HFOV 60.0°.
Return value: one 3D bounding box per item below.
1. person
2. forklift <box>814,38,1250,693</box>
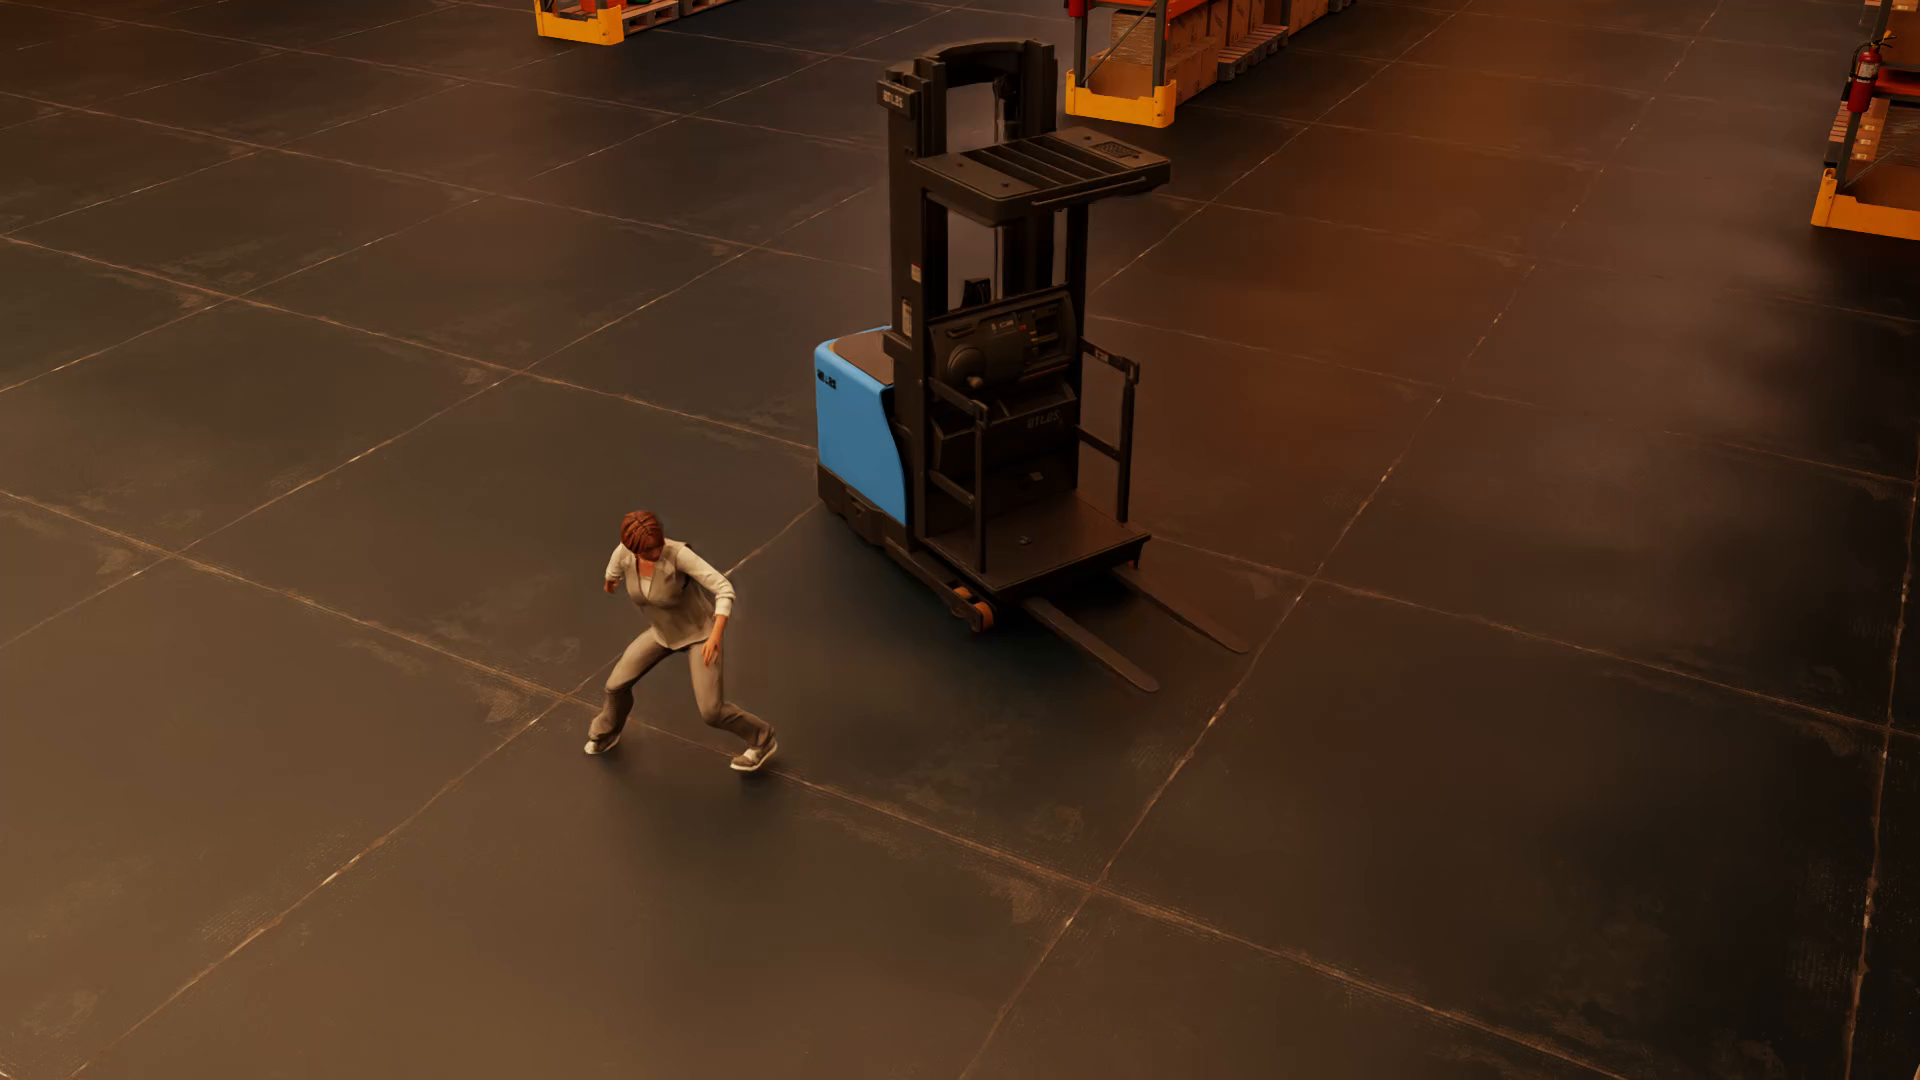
[{"bbox_3d":[-1.393,0.487,7.809,0.957,1.525,0.508,16,34,25],"label":"person"},{"bbox_3d":[0.364,-1.036,8.866,1.130,2.935,3.031,-19,35,-29],"label":"forklift"}]
